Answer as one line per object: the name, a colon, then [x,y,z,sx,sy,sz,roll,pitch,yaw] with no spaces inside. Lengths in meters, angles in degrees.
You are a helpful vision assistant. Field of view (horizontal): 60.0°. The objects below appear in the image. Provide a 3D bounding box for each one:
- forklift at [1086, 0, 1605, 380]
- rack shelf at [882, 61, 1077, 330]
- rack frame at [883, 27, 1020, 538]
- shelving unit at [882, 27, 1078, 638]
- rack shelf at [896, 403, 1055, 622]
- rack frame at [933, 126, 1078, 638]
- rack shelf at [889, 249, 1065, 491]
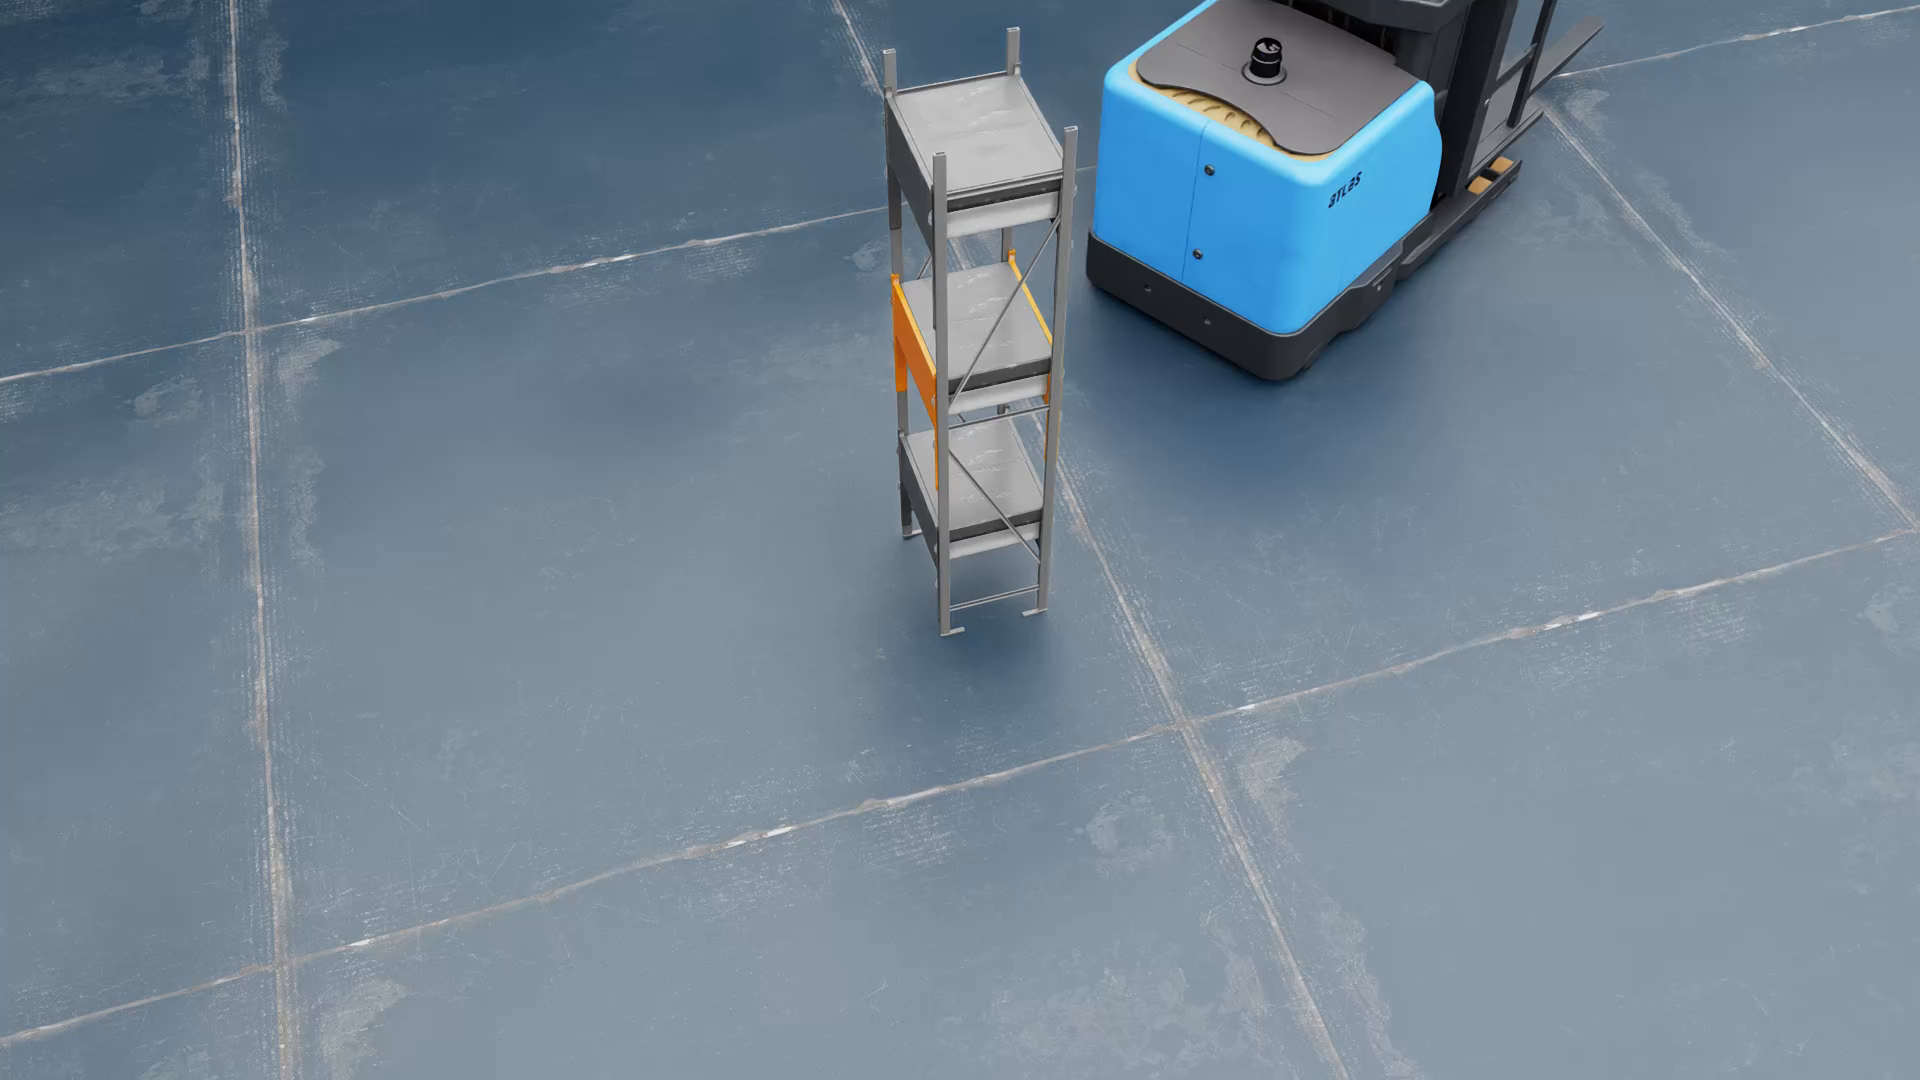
forklift: [1.890,-2.640,6.559,1.130,2.935,3.031,34,58,25]
rack shelf: [0.049,-0.998,4.821,0.431,0.518,0.480,-13,51,-11]
rack frame: [-0.023,-0.734,5.496,0.400,2.100,0.015,-13,51,-11]
shelving unit: [0.049,-0.556,5.345,0.431,2.100,0.503,-13,51,-11]
rack shelf: [0.049,-0.096,5.891,0.431,0.518,0.480,-13,51,-11]
rack frame: [0.121,-0.378,5.195,0.400,2.100,0.015,-13,51,-11]
rack shelf: [0.049,-0.547,5.356,0.431,0.518,0.480,-13,51,-11]
